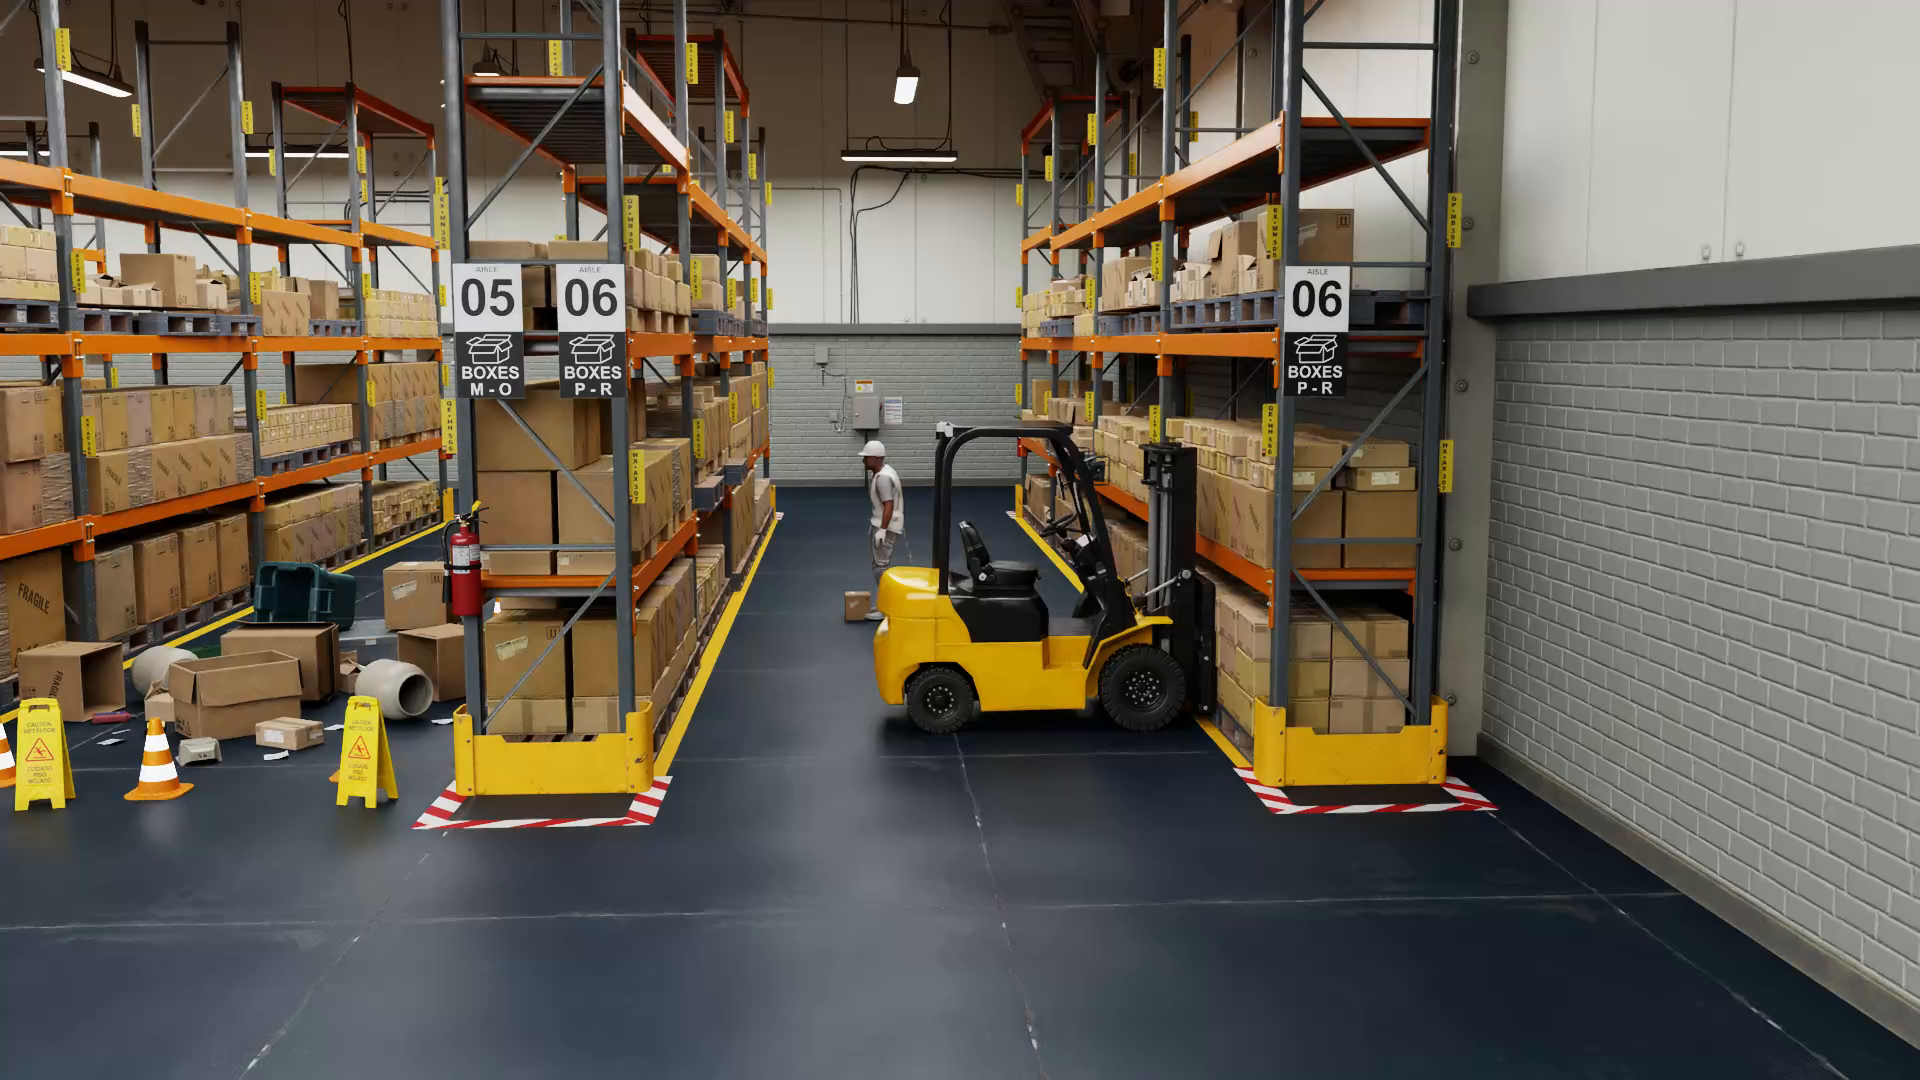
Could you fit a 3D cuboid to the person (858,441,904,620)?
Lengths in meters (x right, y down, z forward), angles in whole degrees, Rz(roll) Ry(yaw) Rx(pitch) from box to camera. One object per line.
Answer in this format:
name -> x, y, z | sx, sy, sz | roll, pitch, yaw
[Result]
person -> -0.787, -0.101, 16.536 | 0.445, 1.775, 0.629 | -1, 7, -7
